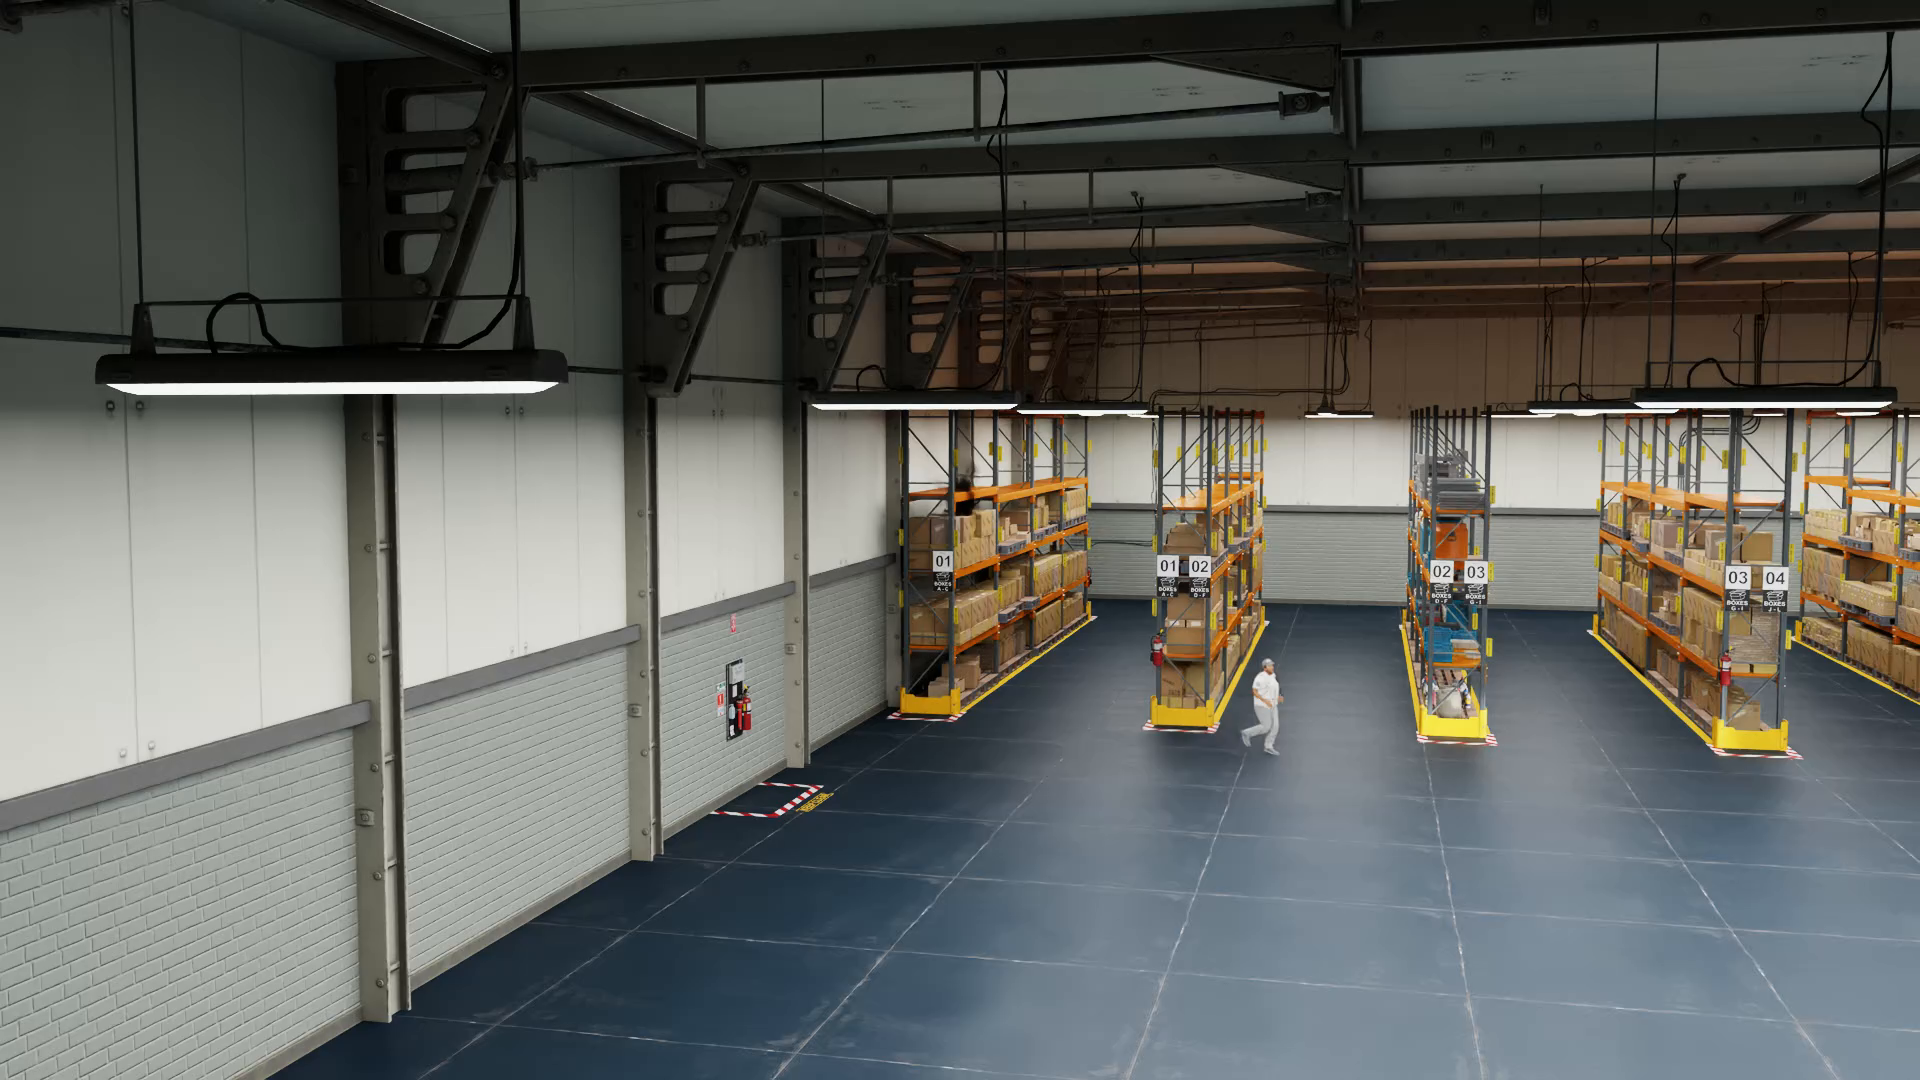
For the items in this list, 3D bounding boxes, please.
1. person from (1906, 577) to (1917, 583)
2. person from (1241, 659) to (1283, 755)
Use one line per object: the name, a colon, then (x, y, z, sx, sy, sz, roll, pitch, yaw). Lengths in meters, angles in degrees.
person: (25.517, 1.805, 43.957, 0.982, 1.626, 0.617, 1, 4, 13)
person: (5.248, 2.861, 28.718, 0.654, 1.652, 0.608, 4, 6, 43)
